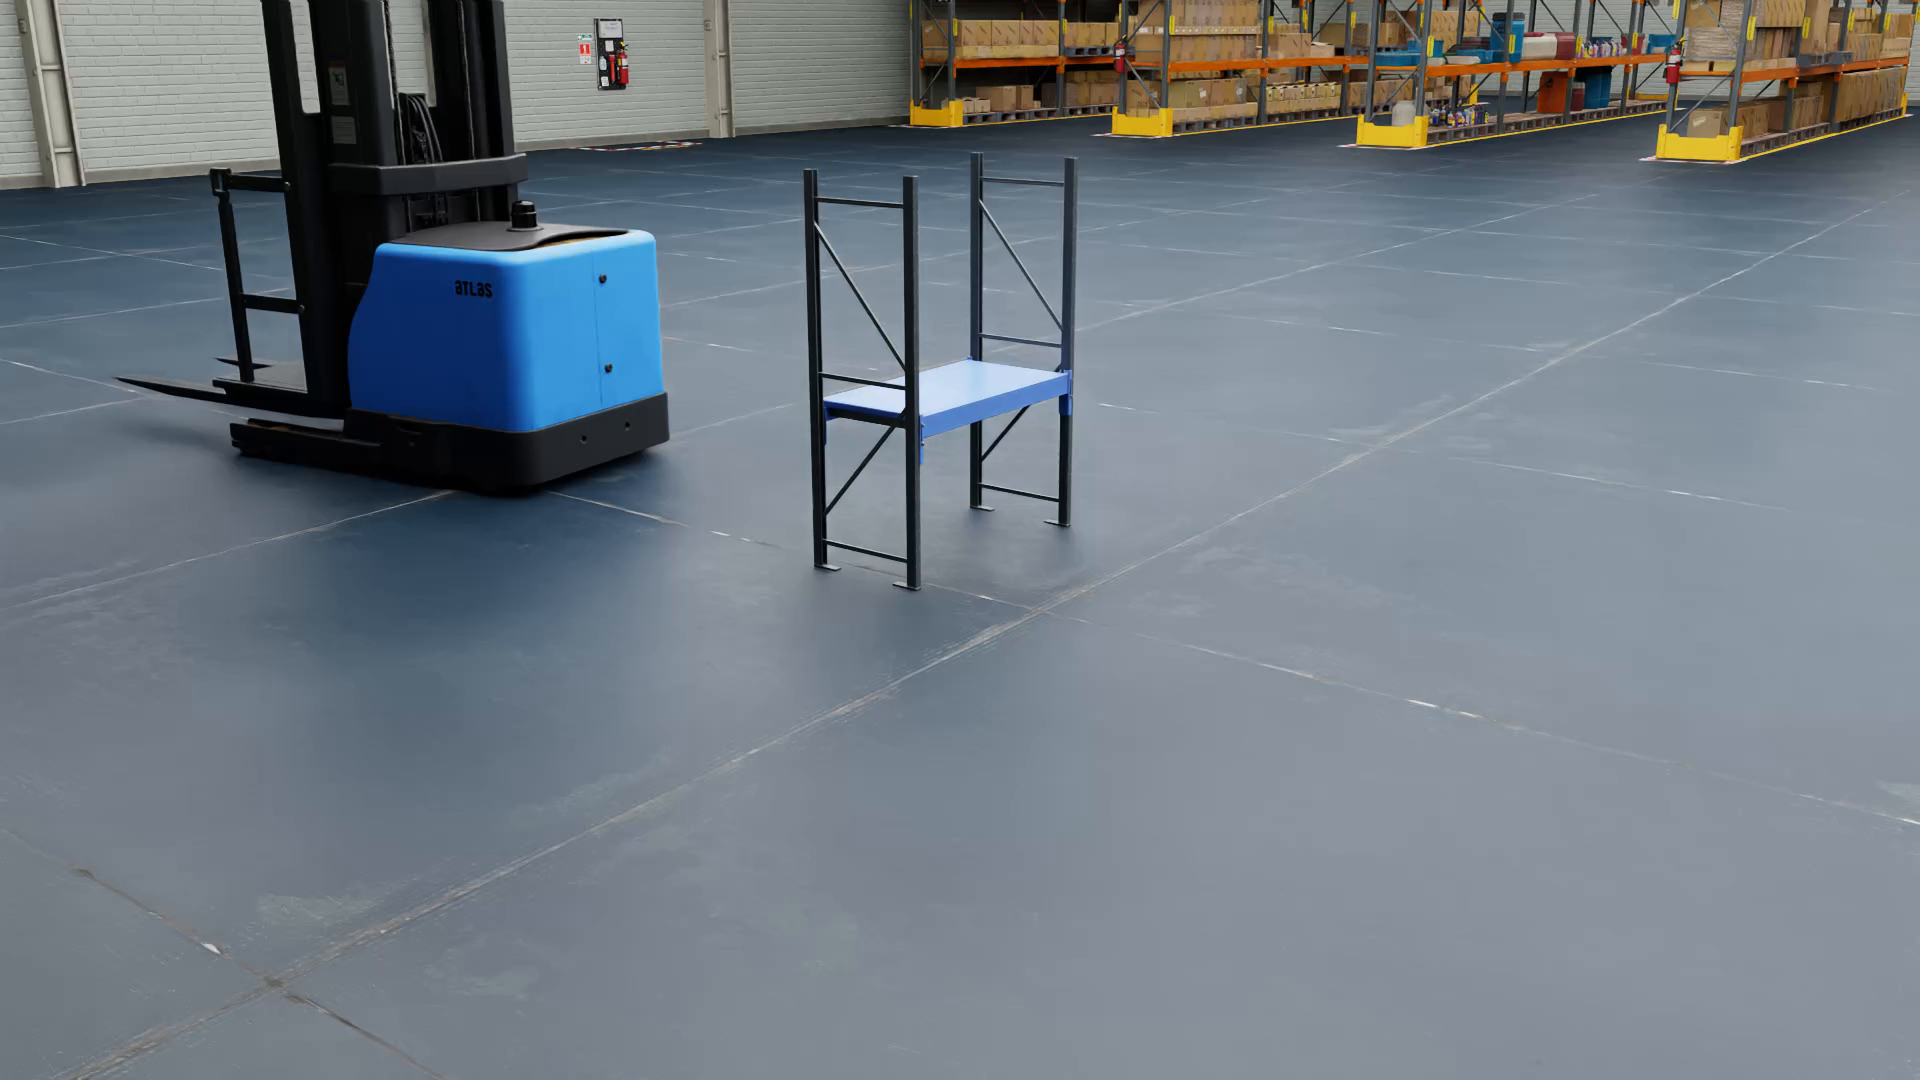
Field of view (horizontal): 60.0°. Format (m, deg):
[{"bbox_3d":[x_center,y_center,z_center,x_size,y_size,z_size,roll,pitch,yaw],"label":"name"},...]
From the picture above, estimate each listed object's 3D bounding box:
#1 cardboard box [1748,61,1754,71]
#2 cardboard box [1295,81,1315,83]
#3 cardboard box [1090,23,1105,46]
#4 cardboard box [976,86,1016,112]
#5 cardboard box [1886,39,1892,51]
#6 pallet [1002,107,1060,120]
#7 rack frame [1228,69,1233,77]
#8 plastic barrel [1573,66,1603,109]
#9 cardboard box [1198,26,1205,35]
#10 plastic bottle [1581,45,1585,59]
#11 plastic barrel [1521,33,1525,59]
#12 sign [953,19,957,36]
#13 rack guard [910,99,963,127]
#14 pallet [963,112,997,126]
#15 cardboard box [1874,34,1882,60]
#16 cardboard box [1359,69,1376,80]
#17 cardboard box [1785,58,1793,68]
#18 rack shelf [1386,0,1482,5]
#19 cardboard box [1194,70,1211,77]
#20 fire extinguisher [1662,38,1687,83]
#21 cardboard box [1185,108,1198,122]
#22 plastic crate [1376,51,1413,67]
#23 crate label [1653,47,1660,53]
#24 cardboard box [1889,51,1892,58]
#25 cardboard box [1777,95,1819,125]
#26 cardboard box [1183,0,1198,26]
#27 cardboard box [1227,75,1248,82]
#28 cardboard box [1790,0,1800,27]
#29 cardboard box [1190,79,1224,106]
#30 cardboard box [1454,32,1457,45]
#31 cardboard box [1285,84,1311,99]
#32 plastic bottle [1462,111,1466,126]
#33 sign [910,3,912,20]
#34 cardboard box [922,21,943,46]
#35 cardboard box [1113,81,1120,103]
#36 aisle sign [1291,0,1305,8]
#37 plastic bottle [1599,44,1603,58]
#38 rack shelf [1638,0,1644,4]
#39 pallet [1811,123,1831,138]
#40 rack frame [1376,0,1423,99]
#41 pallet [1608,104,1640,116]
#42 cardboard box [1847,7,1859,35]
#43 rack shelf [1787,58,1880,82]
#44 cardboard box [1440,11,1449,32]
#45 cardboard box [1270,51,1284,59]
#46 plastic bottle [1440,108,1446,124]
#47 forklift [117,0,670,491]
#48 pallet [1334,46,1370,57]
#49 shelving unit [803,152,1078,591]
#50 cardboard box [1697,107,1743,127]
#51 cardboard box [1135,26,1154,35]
[{"bbox_3d":[12.085,-7.359,25.806,0.380,0.149,0.250,12,21,35],"label":"cardboard box"},{"bbox_3d":[7.663,-10.079,37.125,0.500,0.311,0.500,13,22,37],"label":"cardboard box"},{"bbox_3d":[2.884,-11.586,38.083,0.700,0.500,0.500,16,24,42],"label":"cardboard box"},{"bbox_3d":[0.765,-9.433,35.533,0.700,0.500,0.500,11,20,31],"label":"cardboard box"},{"bbox_3d":[19.339,-10.452,35.093,0.500,0.250,0.500,12,21,34],"label":"cardboard box"},{"bbox_3d":[1.475,-9.420,36.723,1.003,0.211,1.213,12,21,35],"label":"pallet"},{"bbox_3d":[6.614,-12.824,42.981,1.000,3.000,0.127,12,21,35],"label":"rack frame"},{"bbox_3d":[13.811,-9.976,36.642,0.600,0.901,0.708,12,21,35],"label":"plastic barrel"},{"bbox_3d":[4.465,-9.750,31.821,0.380,0.149,0.250,12,21,33],"label":"cardboard box"},{"bbox_3d":[12.980,-10.217,34.797,0.152,0.276,0.135,12,21,35],"label":"plastic bottle"},{"bbox_3d":[10.550,-9.422,31.796,0.433,0.535,0.433,0,17,0],"label":"plastic barrel"},{"bbox_3d":[-0.100,-10.283,33.340,0.100,0.325,0.005,12,21,35],"label":"sign"},{"bbox_3d":[-0.491,-8.790,34.206,1.175,0.500,0.348,12,21,35],"label":"rack guard"},{"bbox_3d":[0.022,-8.839,34.852,1.003,0.211,1.213,12,21,35],"label":"pallet"},{"bbox_3d":[18.489,-10.086,33.996,0.500,0.500,0.500,12,21,35],"label":"cardboard box"},{"bbox_3d":[9.515,-11.013,39.360,0.500,0.250,0.500,12,21,35],"label":"cardboard box"},{"bbox_3d":[13.733,-8.011,27.908,0.380,0.149,0.250,12,21,35],"label":"cardboard box"},{"bbox_3d":[11.786,-13.515,41.361,1.077,0.370,4.000,12,21,35],"label":"rack shelf"},{"bbox_3d":[5.804,-11.608,41.981,0.750,0.750,0.750,13,22,36],"label":"cardboard box"},{"bbox_3d":[10.960,-7.357,25.507,0.296,0.674,0.183,12,21,35],"label":"fire extinguisher"},{"bbox_3d":[4.238,-8.187,31.977,0.500,0.250,0.500,12,21,35],"label":"cardboard box"},{"bbox_3d":[7.478,-8.316,28.716,0.499,0.251,0.616,12,21,35],"label":"plastic crate"},{"bbox_3d":[16.283,-11.565,39.271,0.396,0.136,0.243,12,21,35],"label":"crate label"},{"bbox_3d":[19.612,-10.339,35.403,0.380,0.149,0.250,12,21,34],"label":"cardboard box"},{"bbox_3d":[15.461,-7.964,30.805,0.700,0.500,0.500,10,20,30],"label":"cardboard box"},{"bbox_3d":[4.073,-10.006,31.552,0.700,0.500,0.500,12,21,33],"label":"cardboard box"},{"bbox_3d":[7.142,-11.991,43.804,0.700,0.500,0.500,13,21,35],"label":"cardboard box"},{"bbox_3d":[13.437,-8.685,27.296,0.500,0.500,0.500,12,21,35],"label":"cardboard box"},{"bbox_3d":[4.839,-8.782,32.629,0.500,0.500,0.500,12,21,35],"label":"cardboard box"},{"bbox_3d":[12.322,-12.553,41.940,0.500,0.500,0.500,13,21,35],"label":"cardboard box"},{"bbox_3d":[7.189,-9.620,35.646,0.500,0.311,0.500,13,22,36],"label":"cardboard box"},{"bbox_3d":[9.135,-7.653,30.187,0.097,0.271,0.097,0,17,0],"label":"plastic bottle"},{"bbox_3d":[-0.970,-10.772,33.890,0.100,0.325,0.005,12,21,35],"label":"sign"},{"bbox_3d":[-0.426,-10.412,34.168,0.500,0.500,0.500,12,21,34],"label":"cardboard box"},{"bbox_3d":[3.443,-10.605,39.308,0.700,0.500,0.500,12,21,35],"label":"cardboard box"},{"bbox_3d":[9.281,-14.982,45.548,0.394,0.787,0.004,12,21,35],"label":"aisle sign"},{"bbox_3d":[13.757,-10.509,35.723,0.061,0.283,0.133,12,21,35],"label":"plastic bottle"},{"bbox_3d":[15.762,-12.638,38.539,1.077,0.370,4.000,12,21,35],"label":"rack shelf"},{"bbox_3d":[15.698,-7.728,31.272,1.003,0.211,1.213,12,21,35],"label":"pallet"},{"bbox_3d":[10.594,-11.949,40.165,1.000,3.000,0.127,12,21,35],"label":"rack frame"},{"bbox_3d":[14.977,-9.923,38.343,1.003,0.211,1.213,12,21,35],"label":"pallet"},{"bbox_3d":[17.004,-10.098,32.343,0.797,0.503,0.637,13,21,36],"label":"cardboard box"},{"bbox_3d":[17.356,-9.378,33.098,1.077,0.370,4.000,12,21,35],"label":"rack shelf"},{"bbox_3d":[11.715,-12.782,40.993,0.500,0.500,0.500,12,21,33],"label":"cardboard box"},{"bbox_3d":[6.520,-10.099,34.630,0.380,0.149,0.250,12,21,35],"label":"cardboard box"},{"bbox_3d":[9.000,-7.900,30.984,0.097,0.271,0.097,0,17,0],"label":"plastic bottle"},{"bbox_3d":[-2.950,-1.909,7.950,3.031,2.935,1.130,9,20,28],"label":"forklift"},{"bbox_3d":[8.559,-11.079,37.685,1.213,0.211,1.003,12,21,35],"label":"pallet"},{"bbox_3d":[-0.051,-0.696,6.456,0.538,1.500,1.048,12,21,35],"label":"shelving unit"},{"bbox_3d":[12.112,-6.641,26.577,0.500,0.500,0.500,-13,22,-36],"label":"cardboard box"},{"bbox_3d":[3.519,-9.573,31.252,0.380,0.149,0.250,12,21,34],"label":"cardboard box"}]
